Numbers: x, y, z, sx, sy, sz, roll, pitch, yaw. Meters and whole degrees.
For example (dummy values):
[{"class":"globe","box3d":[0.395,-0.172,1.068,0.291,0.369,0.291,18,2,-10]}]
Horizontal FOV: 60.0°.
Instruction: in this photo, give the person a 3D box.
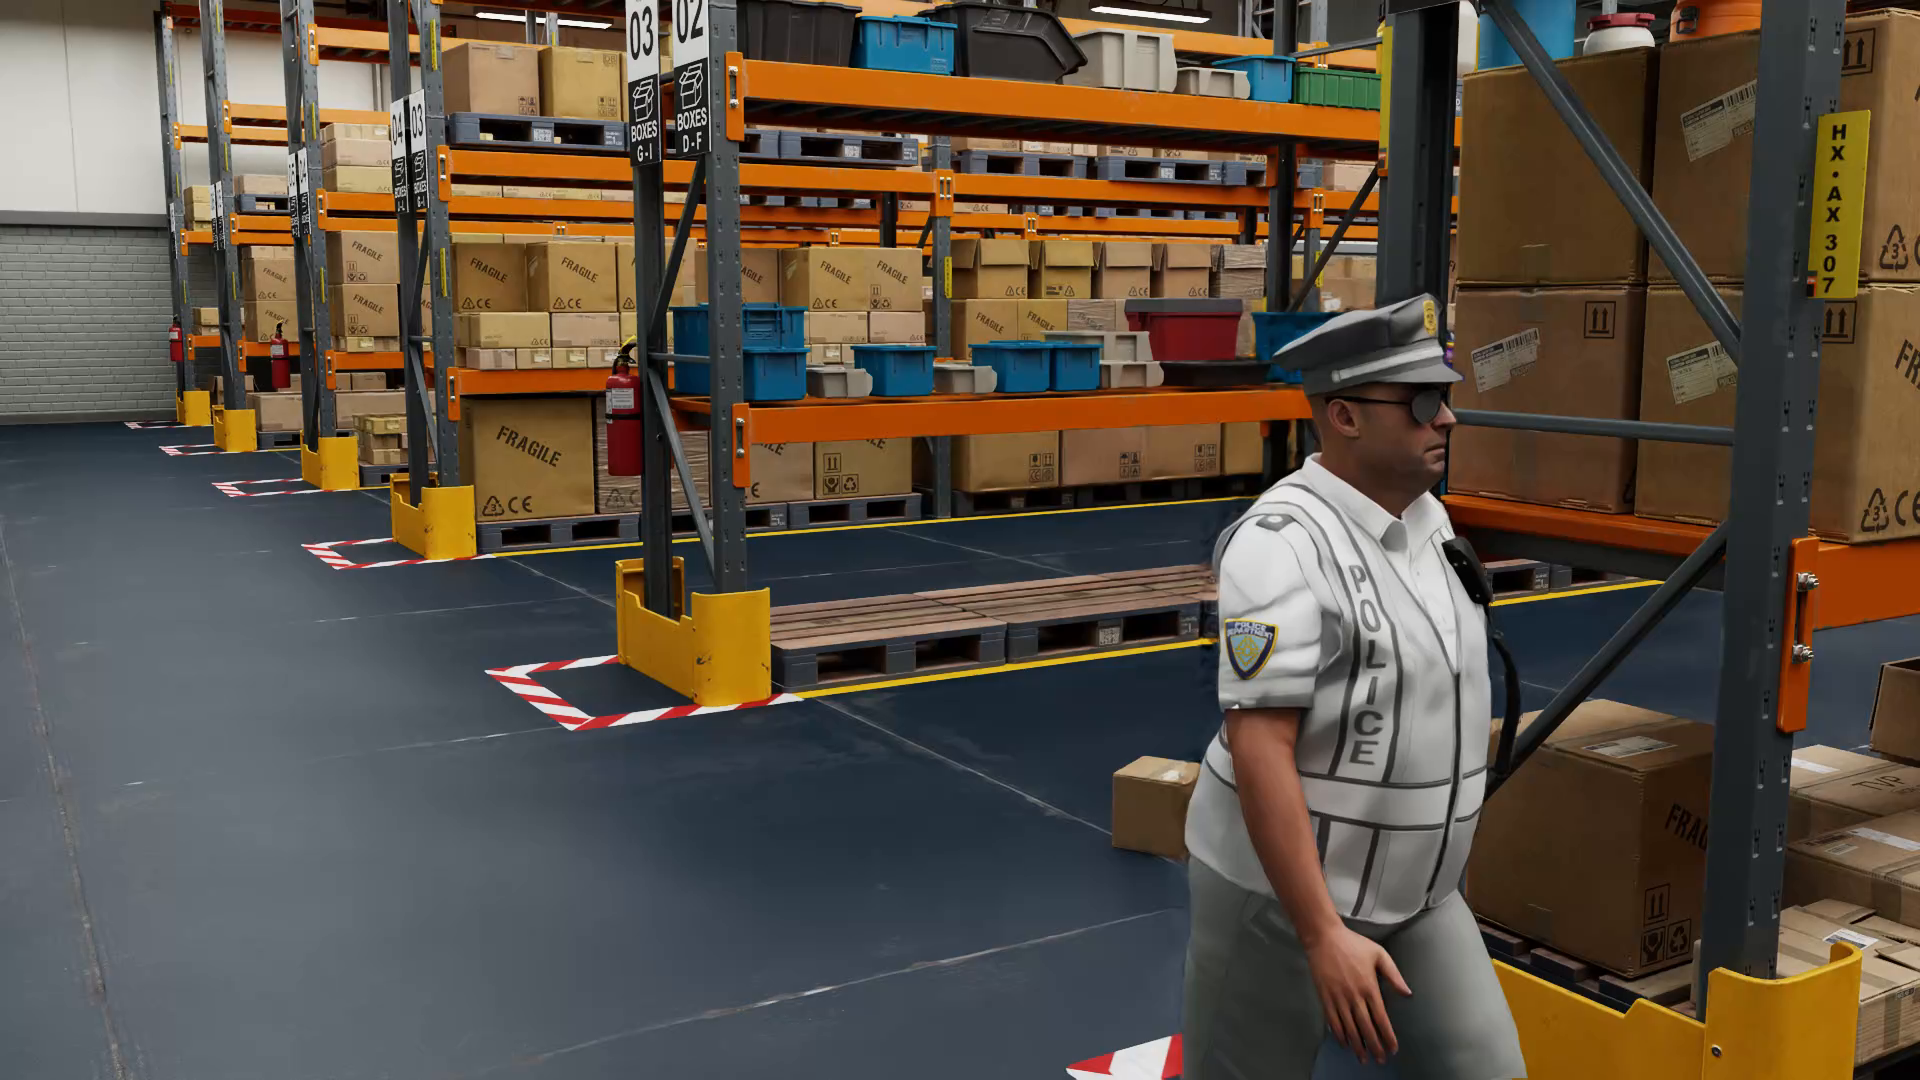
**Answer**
[{"class":"person","box3d":[0.599,0.552,2.532,0.597,1.837,0.719,-7,11,-41]}]
